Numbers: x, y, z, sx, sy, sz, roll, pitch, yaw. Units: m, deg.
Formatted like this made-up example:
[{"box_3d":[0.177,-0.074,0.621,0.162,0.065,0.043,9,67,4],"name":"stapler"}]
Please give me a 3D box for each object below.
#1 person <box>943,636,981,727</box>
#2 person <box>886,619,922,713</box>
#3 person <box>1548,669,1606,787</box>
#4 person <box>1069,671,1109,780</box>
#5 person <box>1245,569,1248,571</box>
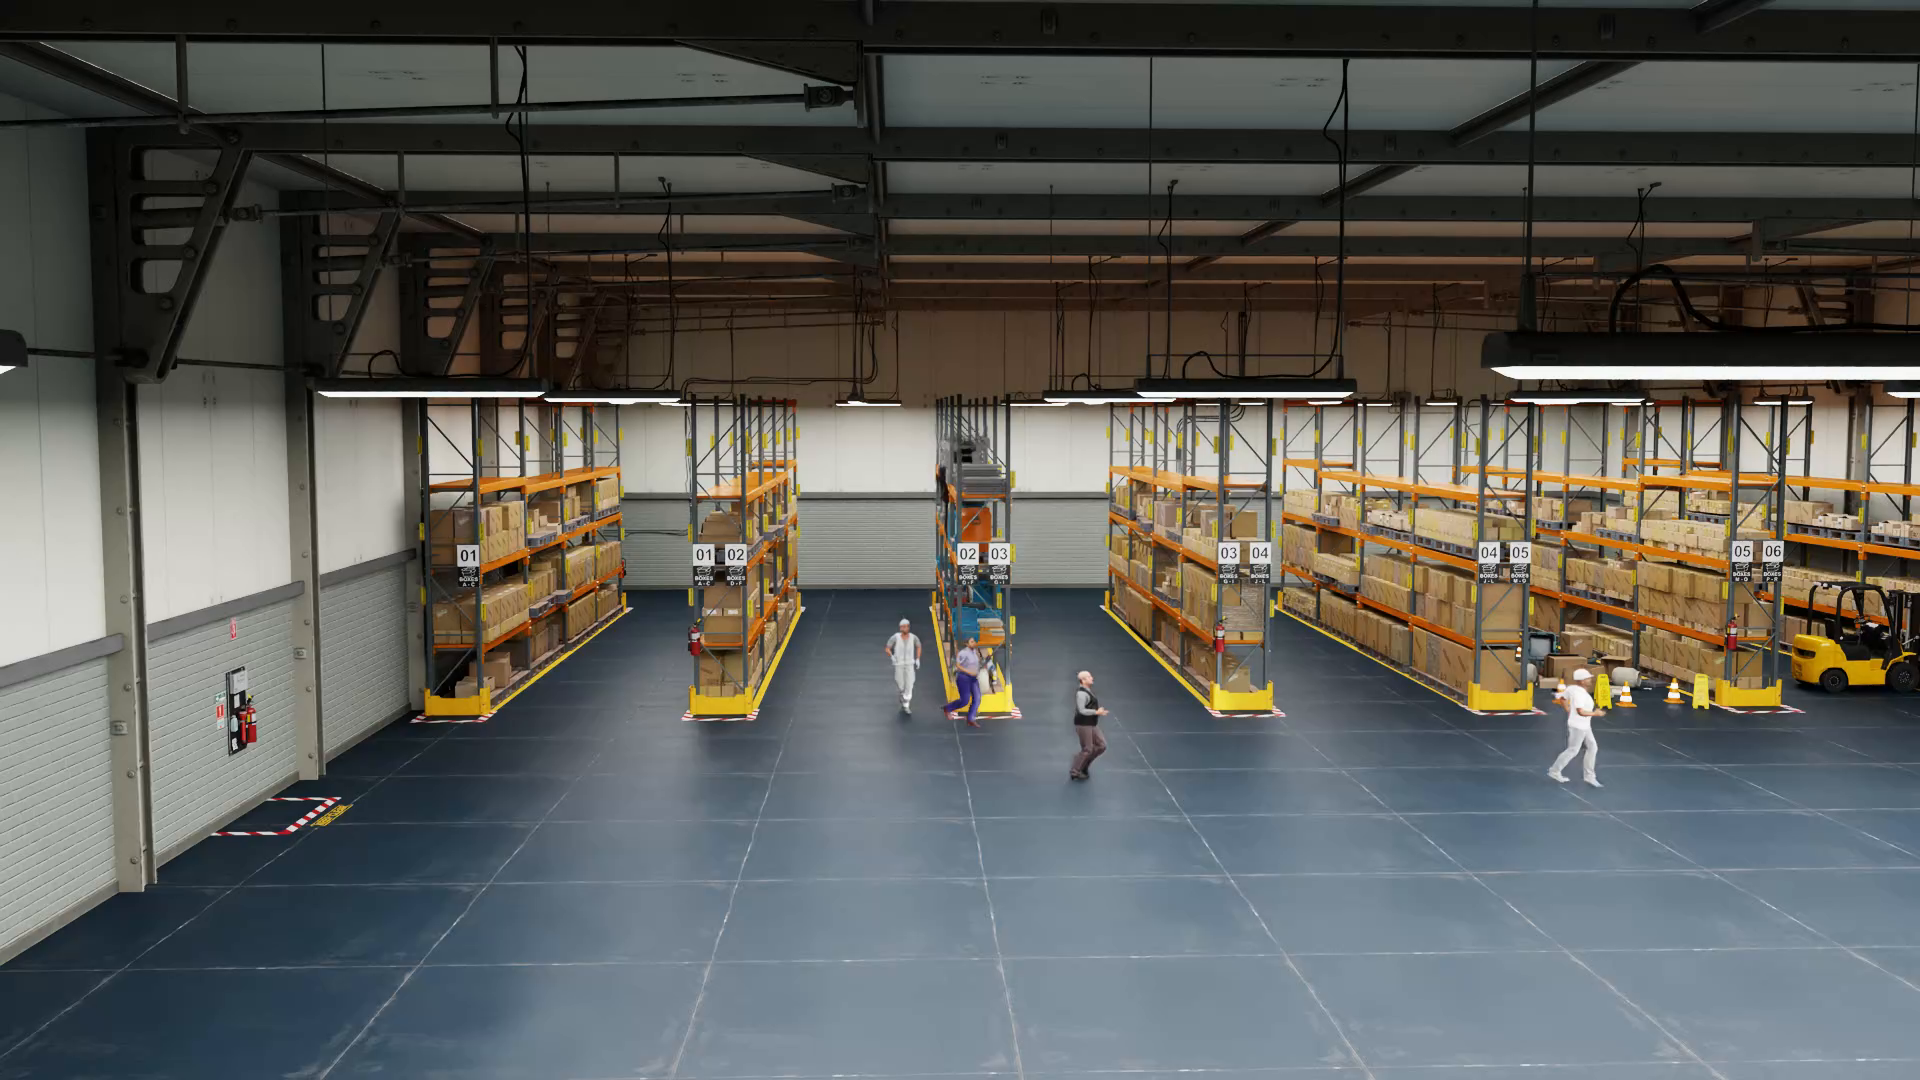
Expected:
[{"box_3d":[0.102,2.556,30.182,0.734,1.631,0.620,3,5,33],"name":"person"},{"box_3d":[-1.060,2.375,31.563,0.697,1.758,0.662,-1,5,-8],"name":"person"},{"box_3d":[9.367,2.861,25.222,0.800,1.818,0.678,2,5,23],"name":"person"},{"box_3d":[2.006,2.856,25.603,0.638,1.686,0.638,1,5,17],"name":"person"},{"box_3d":[7.946,1.211,47.317,0.589,1.571,0.858,3,5,30],"name":"person"}]
